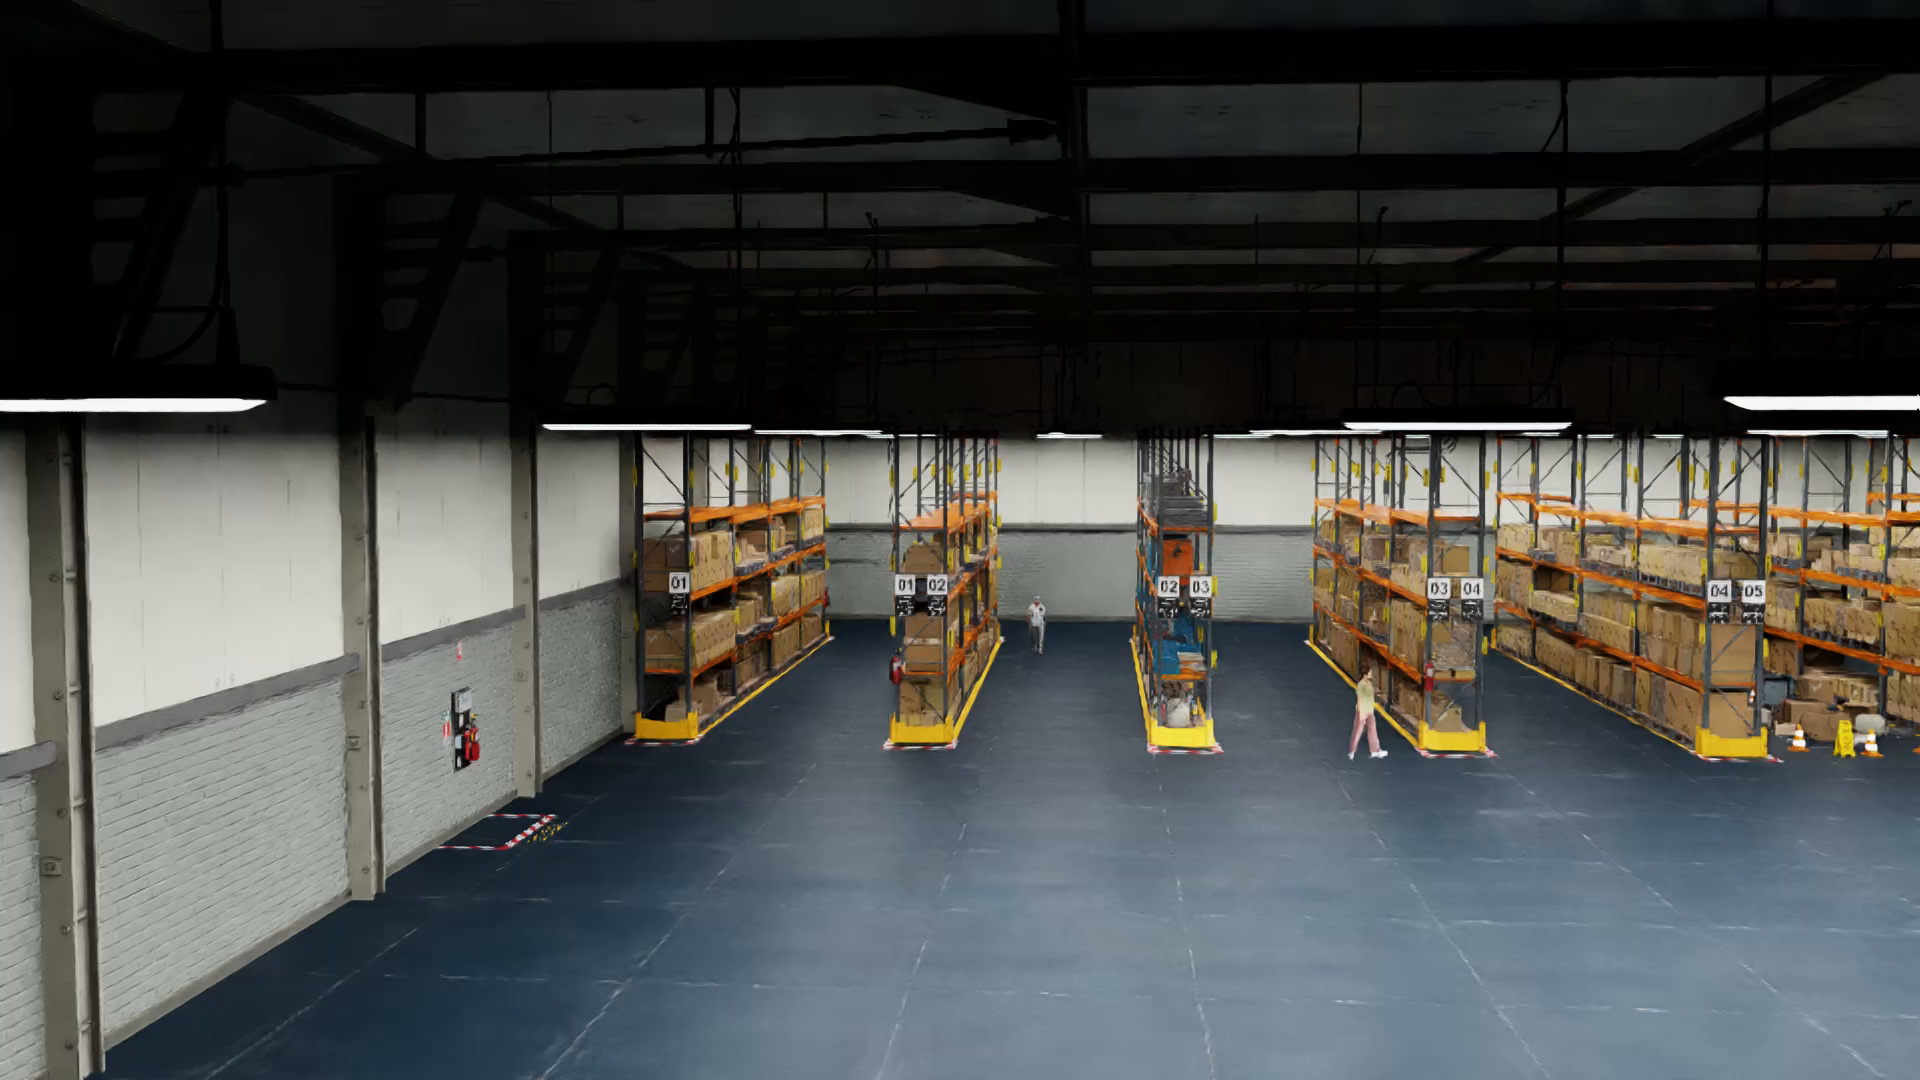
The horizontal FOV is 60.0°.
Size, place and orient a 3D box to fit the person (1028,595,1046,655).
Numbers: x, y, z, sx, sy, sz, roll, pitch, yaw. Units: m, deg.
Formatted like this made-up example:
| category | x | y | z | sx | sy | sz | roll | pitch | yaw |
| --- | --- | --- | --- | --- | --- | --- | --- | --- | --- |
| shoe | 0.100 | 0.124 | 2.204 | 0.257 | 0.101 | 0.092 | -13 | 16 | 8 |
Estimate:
| category | x | y | z | sx | sy | sz | roll | pitch | yaw |
| --- | --- | --- | --- | --- | --- | --- | --- | --- | --- |
| person | 2.051 | 2.249 | 44.435 | 0.497 | 1.583 | 1.090 | 0 | 3 | 7 |

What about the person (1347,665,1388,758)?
| category | x | y | z | sx | sy | sz | roll | pitch | yaw |
| --- | --- | --- | --- | --- | --- | --- | --- | --- | --- |
| person | 7.310 | 3.080 | 29.910 | 0.562 | 1.661 | 0.690 | 3 | 5 | 41 |
